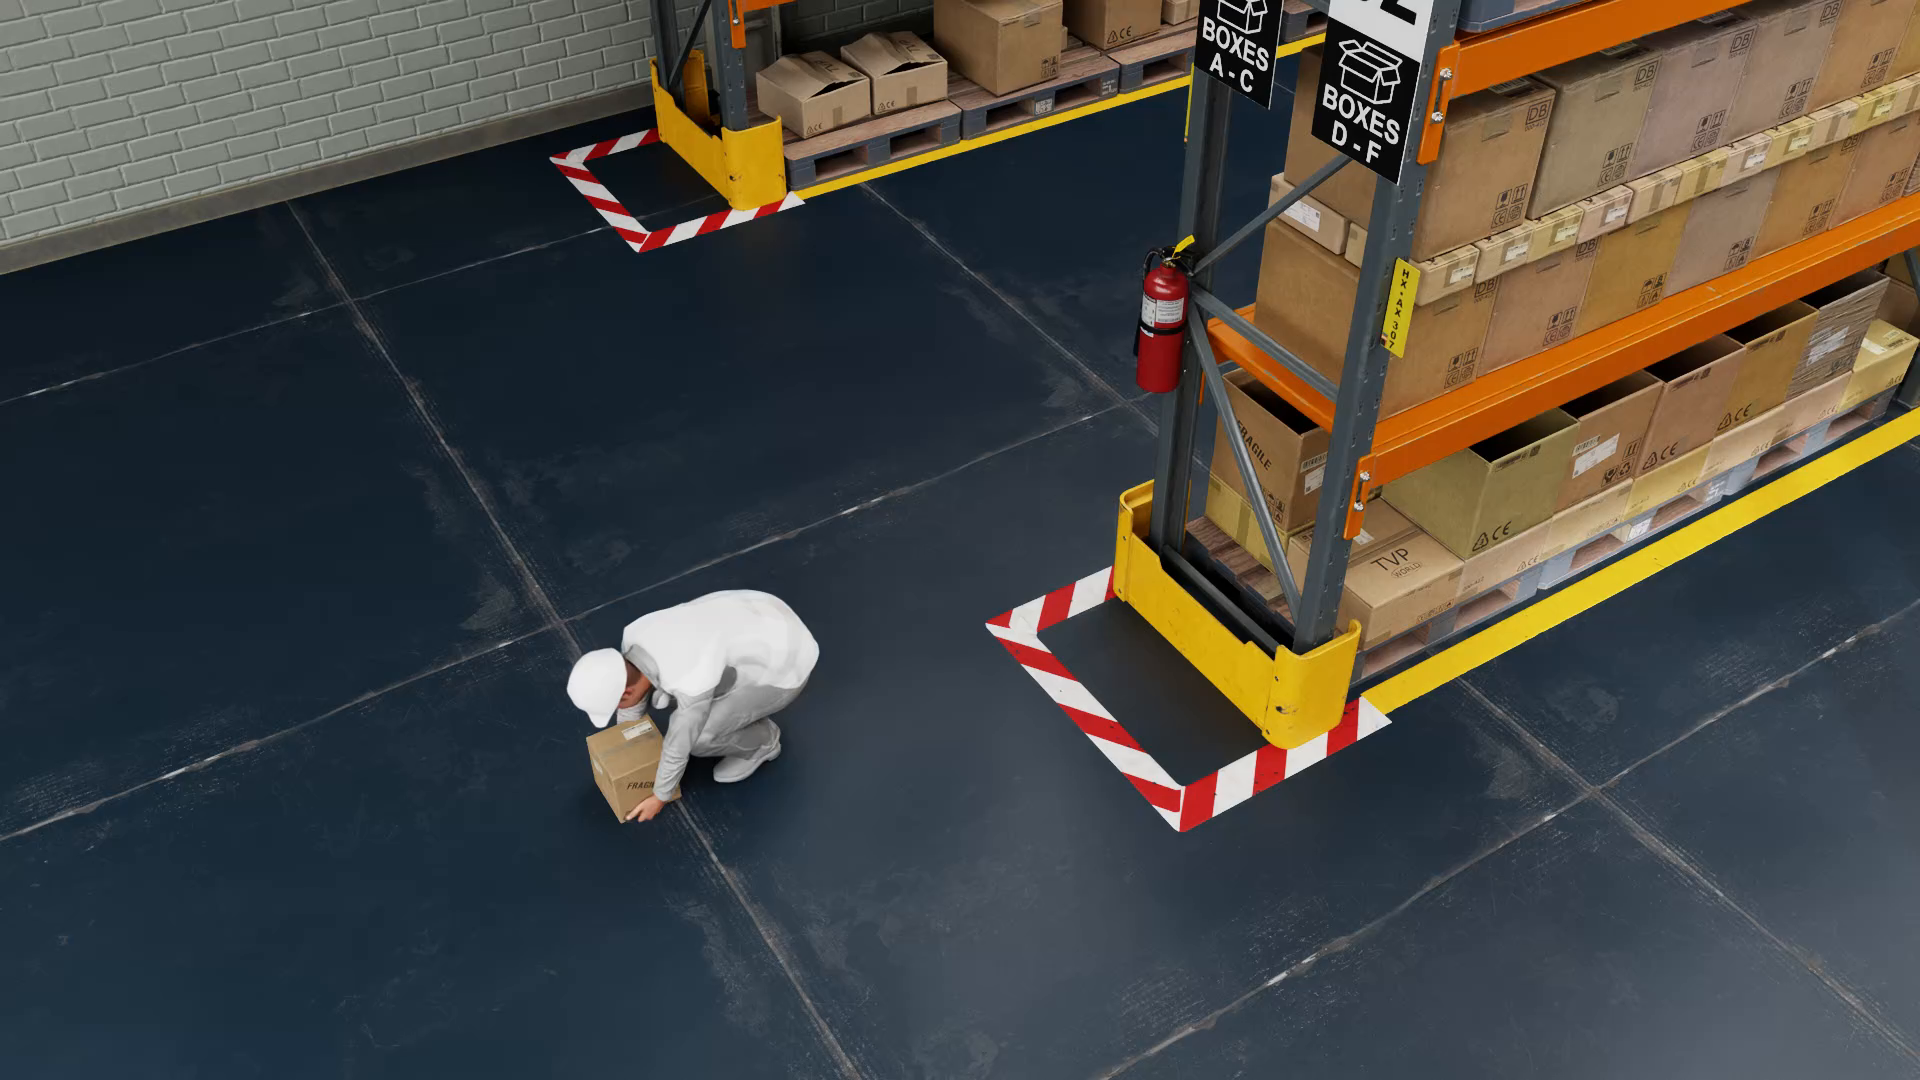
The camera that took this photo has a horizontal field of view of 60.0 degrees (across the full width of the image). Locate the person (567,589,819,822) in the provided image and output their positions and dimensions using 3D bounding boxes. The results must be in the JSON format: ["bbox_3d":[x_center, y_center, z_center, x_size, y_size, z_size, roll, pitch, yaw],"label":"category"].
[{"bbox_3d":[-0.995,0.590,6.272,0.957,0.867,0.517,-23,46,-25],"label":"person"}]
